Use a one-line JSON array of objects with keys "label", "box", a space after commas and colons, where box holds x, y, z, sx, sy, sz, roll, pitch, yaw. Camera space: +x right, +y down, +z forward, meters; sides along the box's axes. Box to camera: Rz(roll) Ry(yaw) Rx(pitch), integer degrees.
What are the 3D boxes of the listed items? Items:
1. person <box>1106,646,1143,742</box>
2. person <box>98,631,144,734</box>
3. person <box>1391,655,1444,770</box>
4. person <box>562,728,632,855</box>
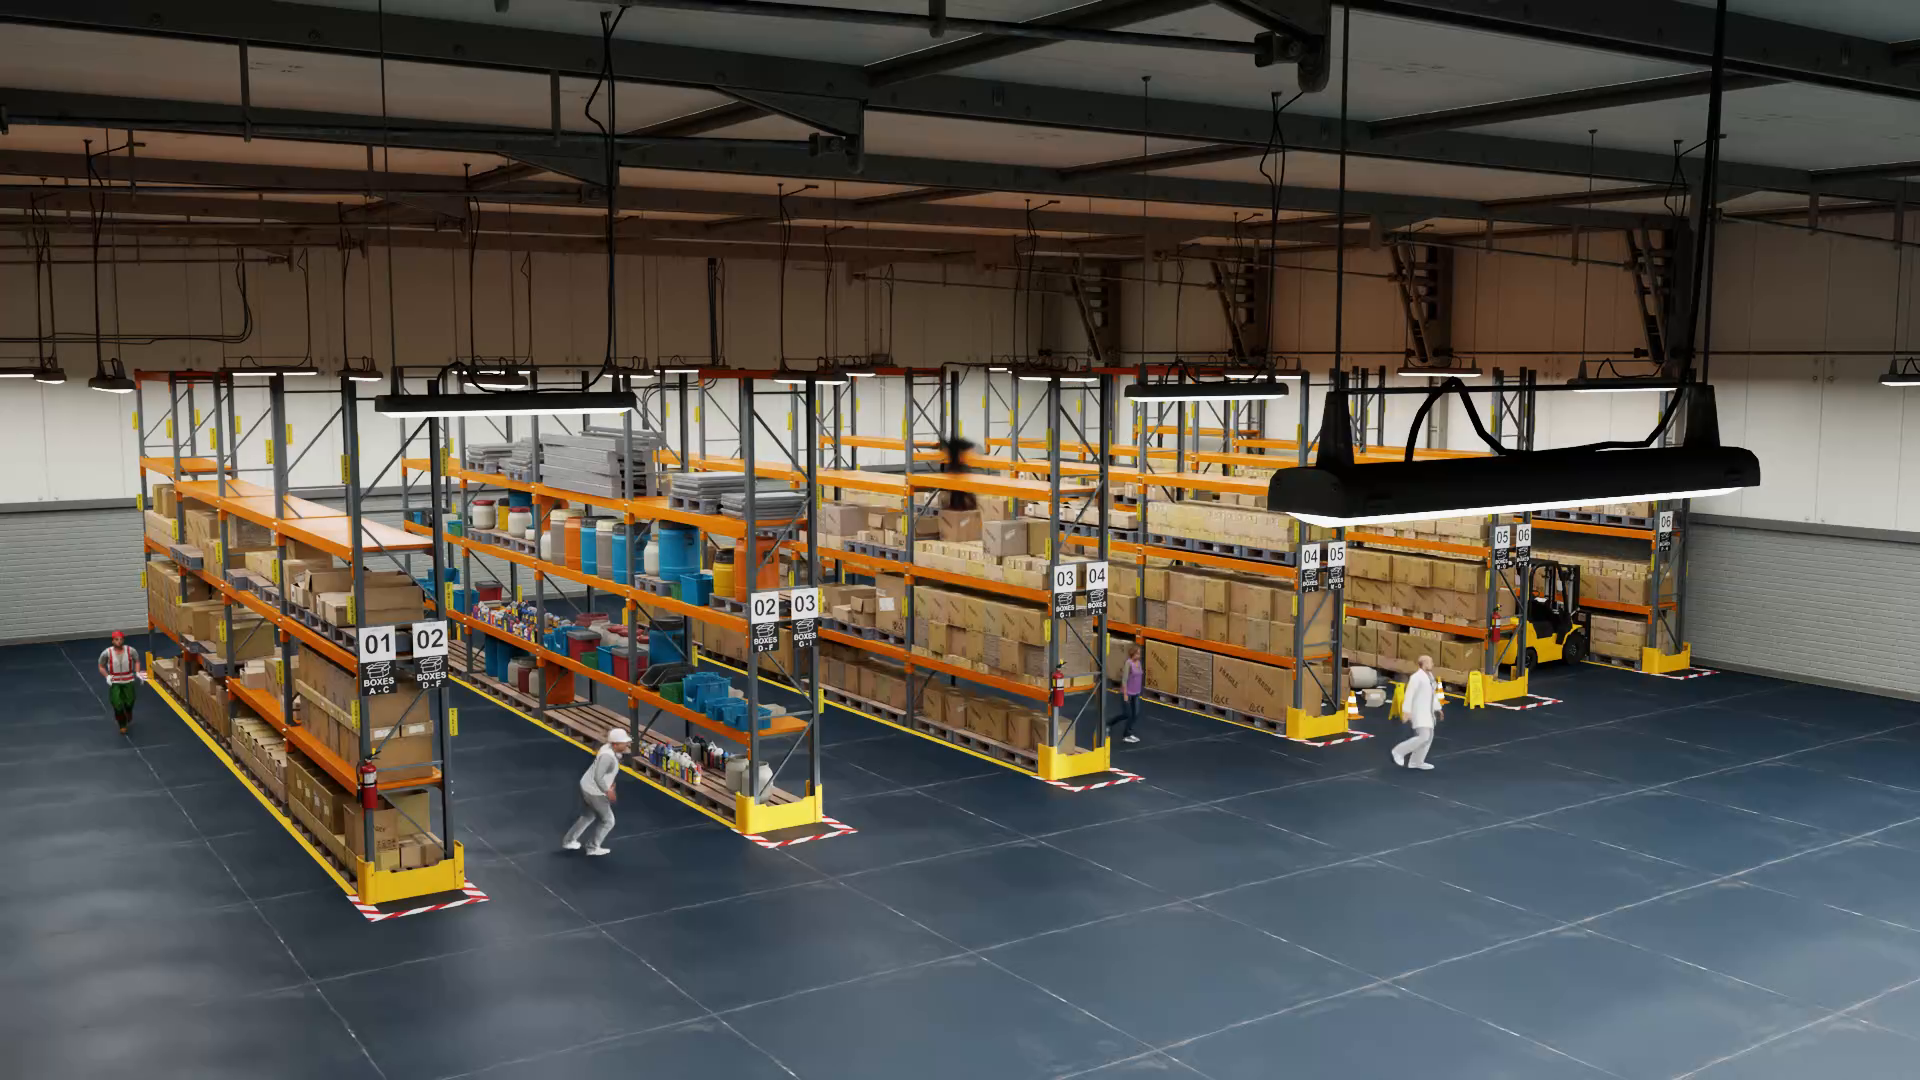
[{"label": "person", "box": [2.659, 2.494, 27.035, 0.545, 1.574, 0.548, 6, 9, 42]}, {"label": "person", "box": [-13.960, 2.356, 27.670, 0.652, 1.729, 0.643, -4, 7, -31]}, {"label": "person", "box": [6.937, 2.617, 25.243, 0.630, 1.742, 0.813, 5, 8, 36]}, {"label": "person", "box": [-4.581, 3.166, 20.962, 0.869, 1.634, 0.689, -2, 7, -18]}]
